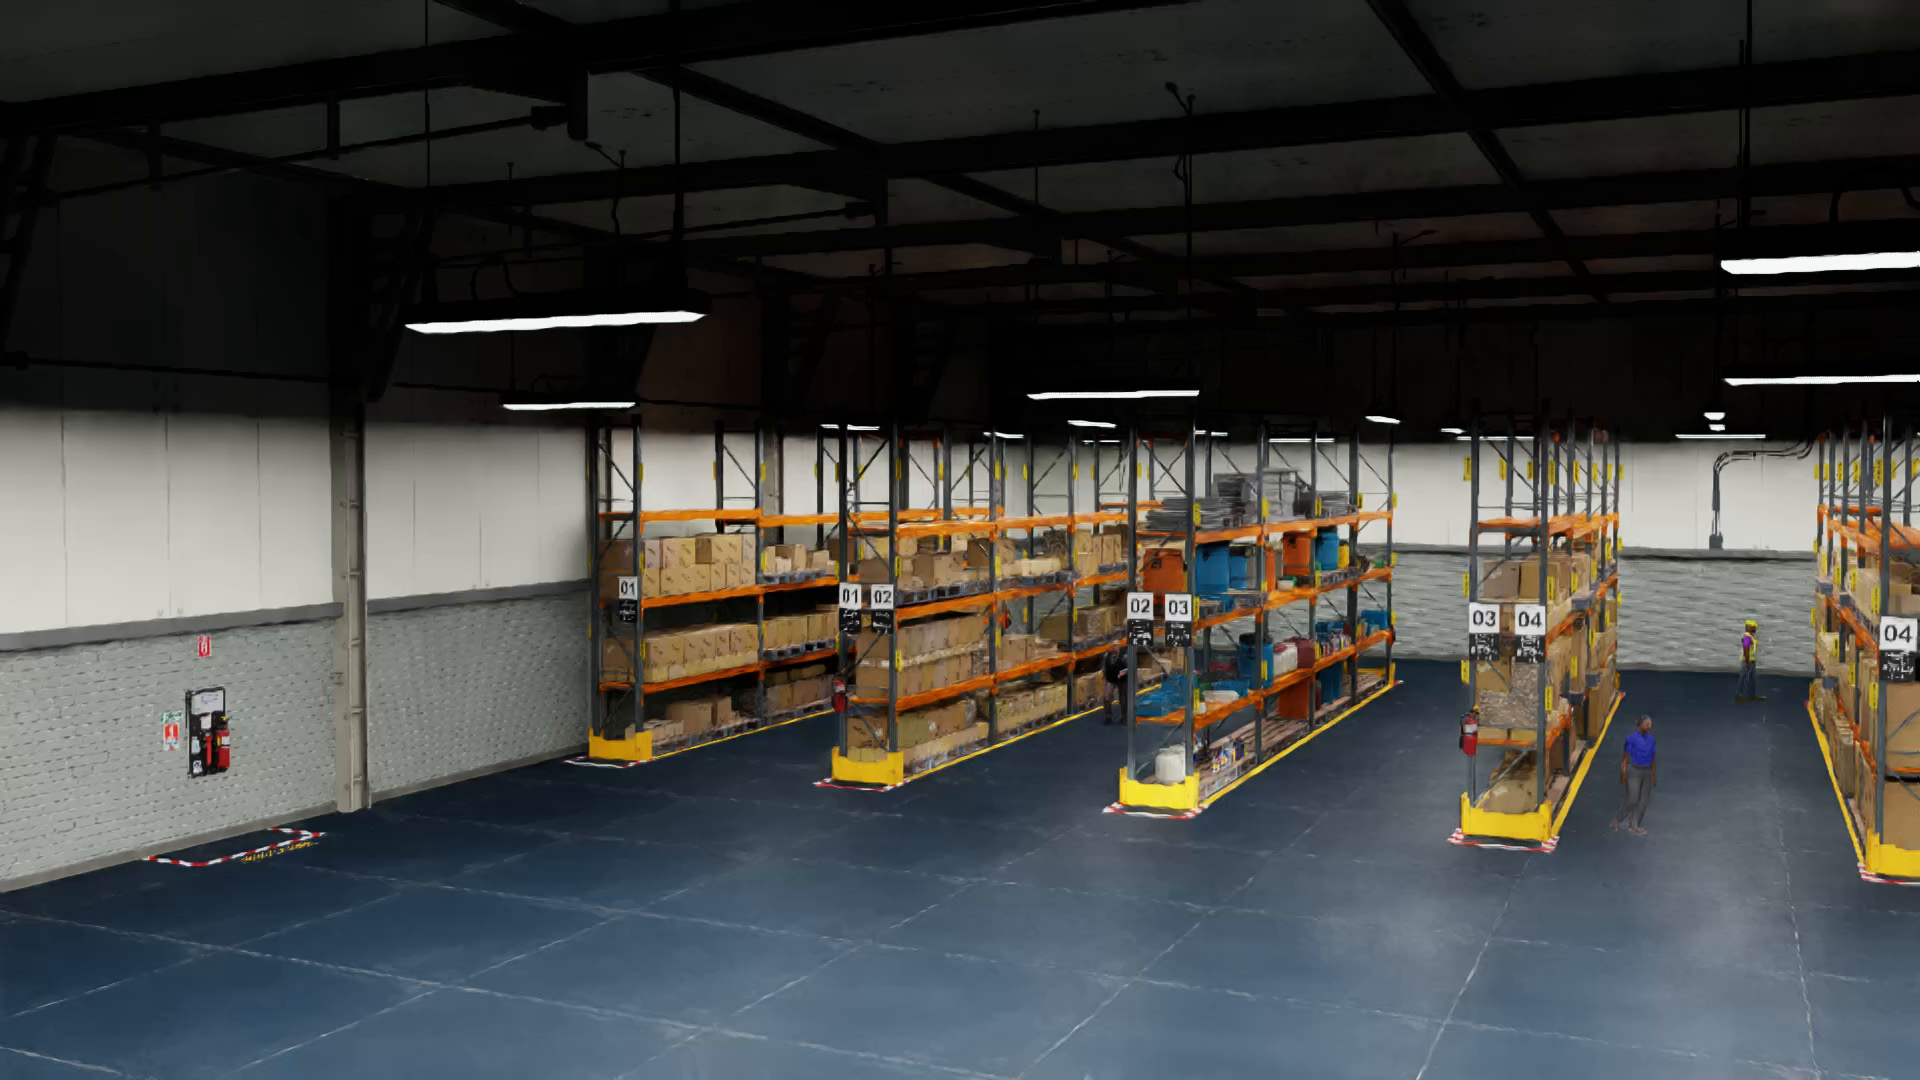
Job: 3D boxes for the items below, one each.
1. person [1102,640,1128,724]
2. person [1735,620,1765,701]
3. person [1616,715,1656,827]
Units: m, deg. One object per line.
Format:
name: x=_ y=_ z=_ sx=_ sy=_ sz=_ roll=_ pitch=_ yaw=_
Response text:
person: x=3.079 y=2.807 z=33.112 sx=0.608 sy=1.658 sz=0.843 roll=1 pitch=2 yaw=20
person: x=17.264 y=2.614 z=36.293 sx=0.567 sy=1.763 sz=0.788 roll=1 pitch=3 yaw=31
person: x=9.363 y=3.196 z=22.982 sx=0.483 sy=1.577 sz=0.415 roll=-1 pitch=2 yaw=-17
